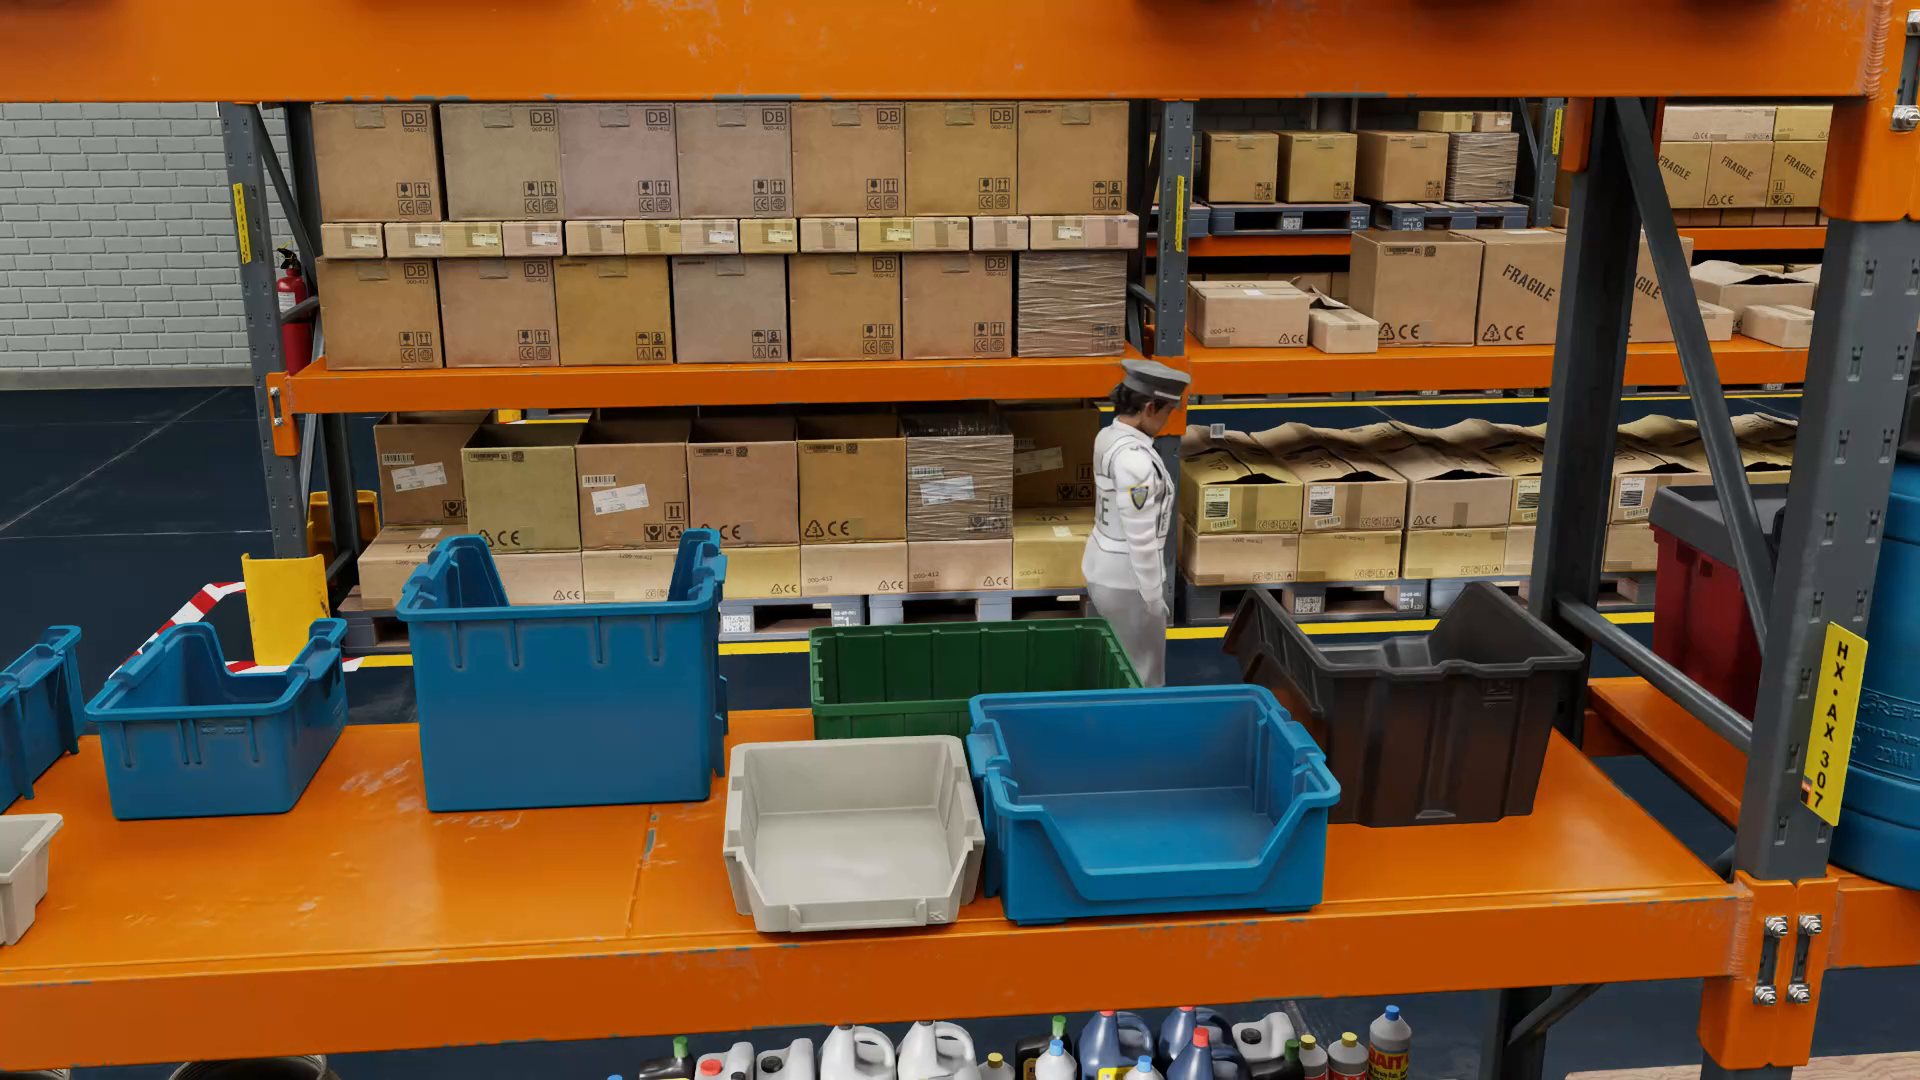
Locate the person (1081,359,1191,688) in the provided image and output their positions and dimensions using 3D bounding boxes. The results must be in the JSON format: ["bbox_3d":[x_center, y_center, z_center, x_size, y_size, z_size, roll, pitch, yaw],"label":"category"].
[{"bbox_3d":[0.622,0.169,6.020,0.366,1.654,0.482,-1,17,-4],"label":"person"}]
